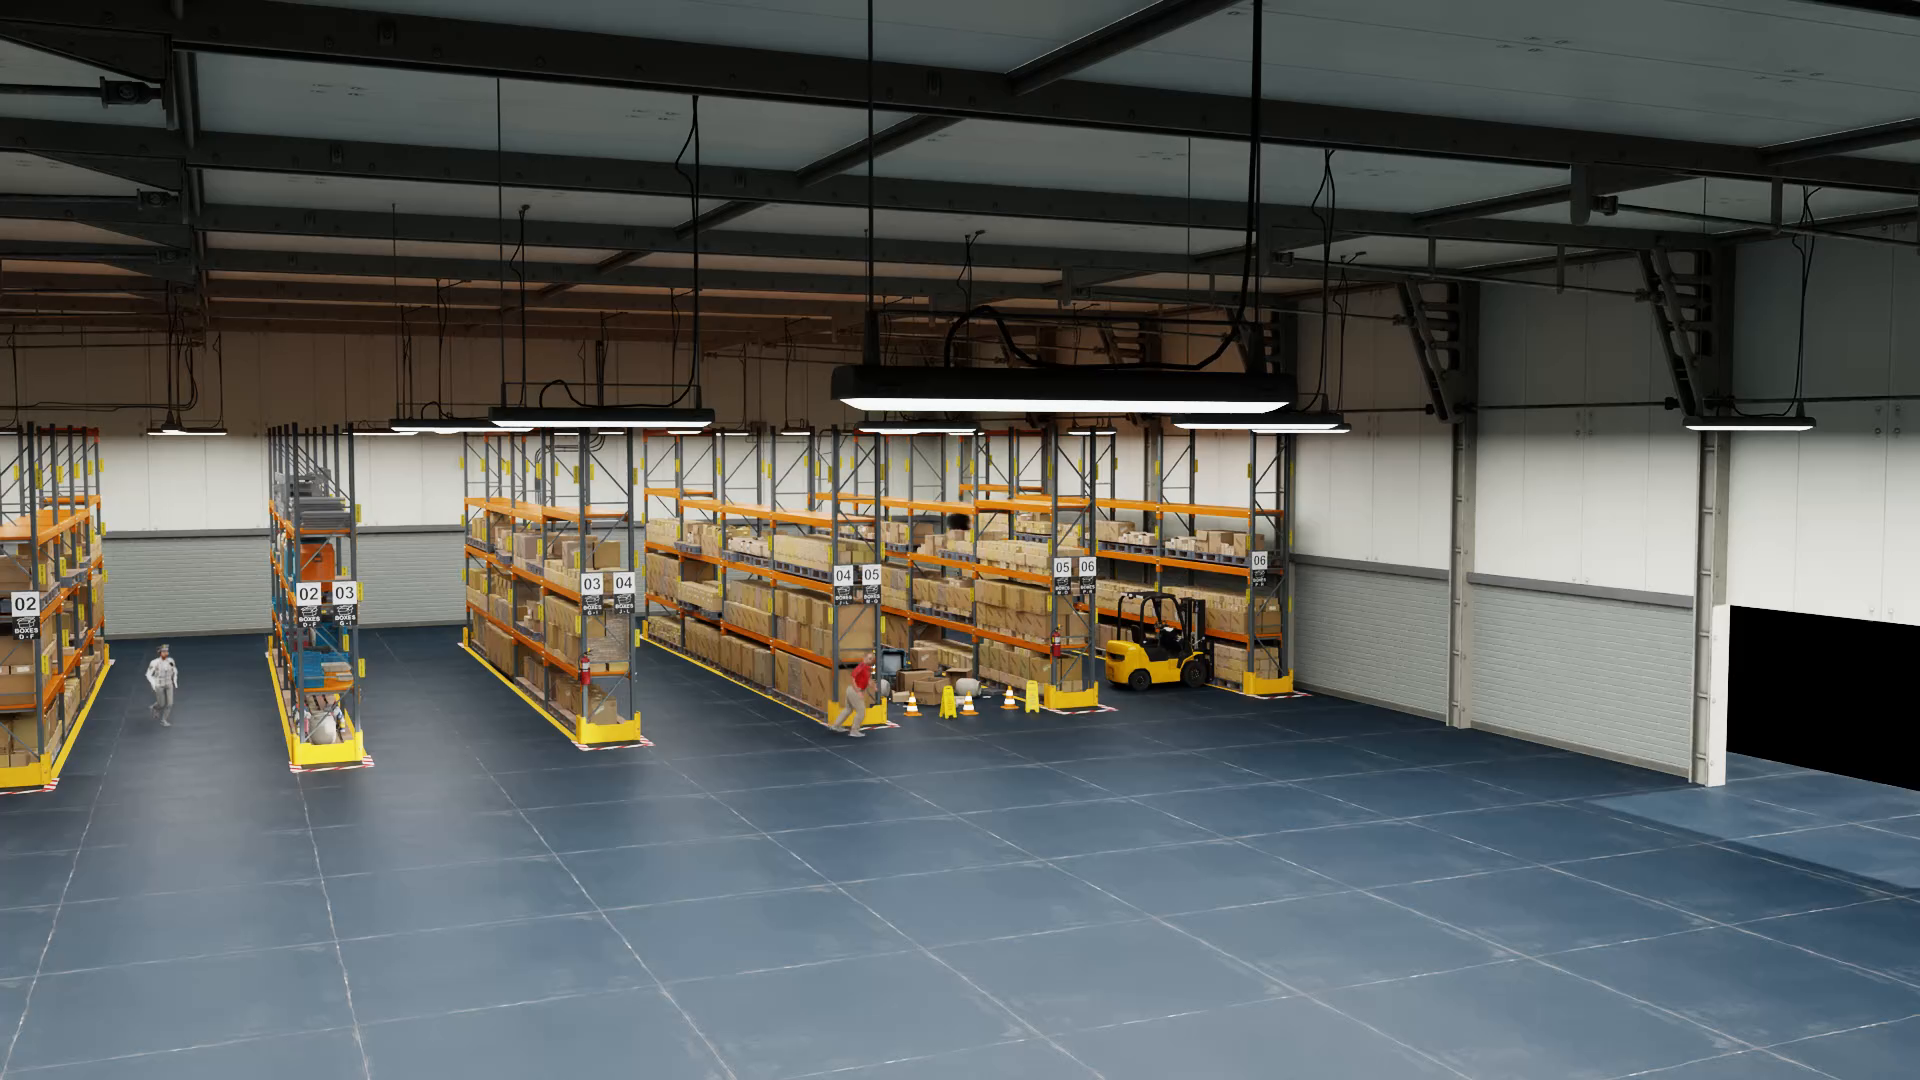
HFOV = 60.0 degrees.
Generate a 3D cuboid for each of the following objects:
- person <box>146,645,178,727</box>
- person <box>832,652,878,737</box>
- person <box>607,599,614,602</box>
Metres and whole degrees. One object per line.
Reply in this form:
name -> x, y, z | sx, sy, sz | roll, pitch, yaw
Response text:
person -> -15.885, 2.889, 33.122 | 0.537, 1.633, 0.604 | 3, 5, 45
person -> -2.011, 2.959, 31.933 | 0.881, 1.643, 0.626 | 0, 3, -1
person -> -9.730, 2.007, 46.795 | 0.721, 1.762, 0.888 | -1, 4, -21
